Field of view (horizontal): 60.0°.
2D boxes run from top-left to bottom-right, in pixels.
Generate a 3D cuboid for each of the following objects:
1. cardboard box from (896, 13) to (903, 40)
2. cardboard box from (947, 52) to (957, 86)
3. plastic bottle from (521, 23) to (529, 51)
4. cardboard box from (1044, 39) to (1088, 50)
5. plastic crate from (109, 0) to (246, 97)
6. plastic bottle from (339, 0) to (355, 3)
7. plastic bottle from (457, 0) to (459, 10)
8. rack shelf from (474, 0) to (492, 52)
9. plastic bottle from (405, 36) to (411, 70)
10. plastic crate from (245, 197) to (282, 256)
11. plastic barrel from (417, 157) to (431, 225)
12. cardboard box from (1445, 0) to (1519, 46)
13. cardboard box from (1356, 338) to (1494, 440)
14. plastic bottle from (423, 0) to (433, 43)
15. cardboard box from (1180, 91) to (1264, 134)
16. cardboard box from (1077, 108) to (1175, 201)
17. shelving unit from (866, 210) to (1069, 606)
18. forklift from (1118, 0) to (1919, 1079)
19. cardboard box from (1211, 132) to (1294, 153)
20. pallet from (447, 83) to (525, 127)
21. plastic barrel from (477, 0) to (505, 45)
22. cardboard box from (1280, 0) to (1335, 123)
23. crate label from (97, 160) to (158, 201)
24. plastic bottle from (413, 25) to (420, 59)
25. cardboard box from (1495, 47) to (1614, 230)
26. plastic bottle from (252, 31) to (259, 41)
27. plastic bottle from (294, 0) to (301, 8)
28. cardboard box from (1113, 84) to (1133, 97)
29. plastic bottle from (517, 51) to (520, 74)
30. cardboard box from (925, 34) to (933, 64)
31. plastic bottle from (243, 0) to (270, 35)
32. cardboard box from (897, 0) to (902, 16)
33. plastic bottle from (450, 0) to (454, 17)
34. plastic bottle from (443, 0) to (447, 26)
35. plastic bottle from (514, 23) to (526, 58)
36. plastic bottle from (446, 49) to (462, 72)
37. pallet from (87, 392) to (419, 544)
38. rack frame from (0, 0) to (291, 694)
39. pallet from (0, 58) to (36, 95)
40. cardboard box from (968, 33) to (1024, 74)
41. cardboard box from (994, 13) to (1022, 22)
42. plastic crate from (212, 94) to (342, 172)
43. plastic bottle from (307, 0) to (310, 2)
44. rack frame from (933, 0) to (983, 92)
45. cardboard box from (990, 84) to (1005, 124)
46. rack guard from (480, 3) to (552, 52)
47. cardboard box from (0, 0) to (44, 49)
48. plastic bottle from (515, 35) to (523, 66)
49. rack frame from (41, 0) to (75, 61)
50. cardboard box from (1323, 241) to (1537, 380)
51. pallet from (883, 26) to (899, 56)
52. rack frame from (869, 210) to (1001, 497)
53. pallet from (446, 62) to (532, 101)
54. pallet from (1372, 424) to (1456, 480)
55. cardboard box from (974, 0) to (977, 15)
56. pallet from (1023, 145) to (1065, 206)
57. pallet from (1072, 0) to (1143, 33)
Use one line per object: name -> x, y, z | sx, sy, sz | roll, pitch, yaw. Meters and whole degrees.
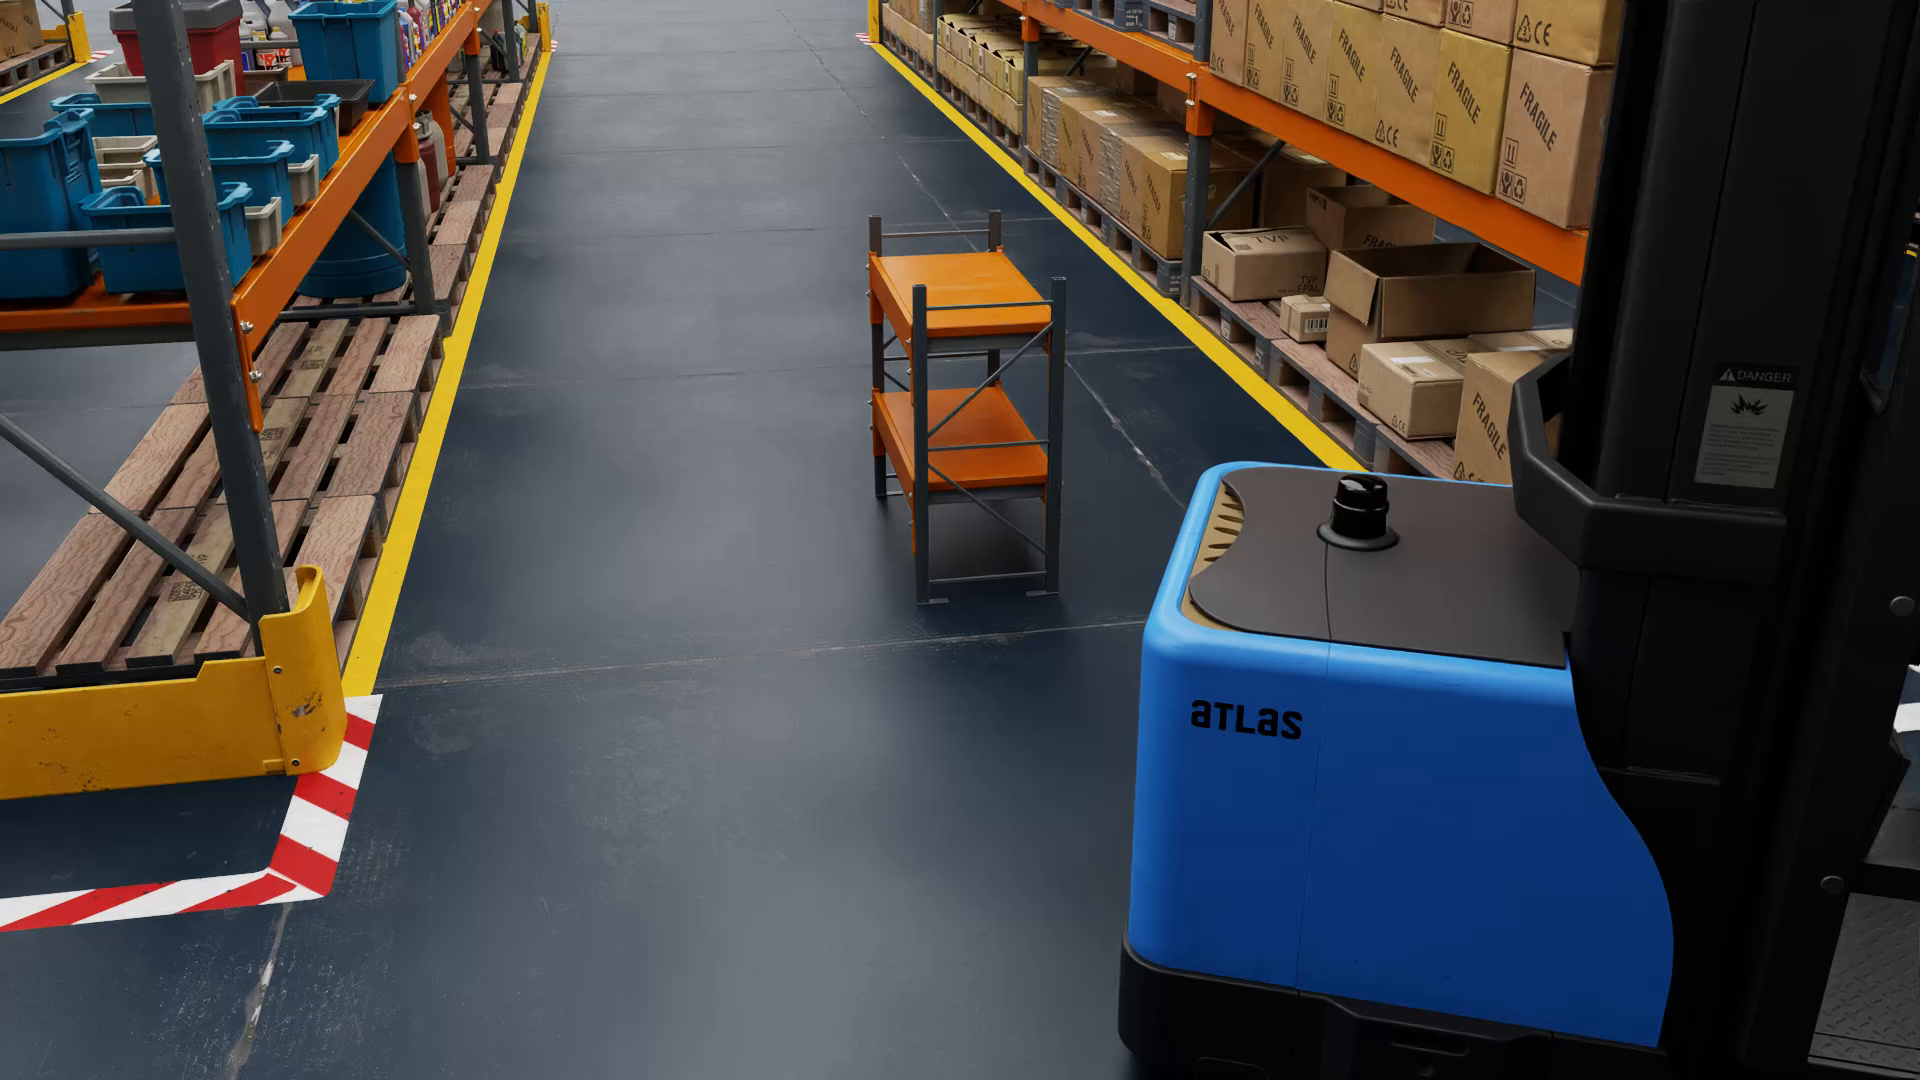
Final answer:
cardboard box -> -0.431, -5.718, 18.505 | 0.500, 0.250, 0.500 | -4, 24, -10
cardboard box -> 0.164, -4.387, 15.457 | 0.500, 0.250, 0.500 | -4, 24, -8
plastic bottle -> -4.558, -5.263, 17.397 | 0.061, 0.283, 0.133 | -4, 24, -8
cardboard box -> 0.974, -4.083, 14.061 | 0.500, 0.311, 0.500 | -5, 24, -11
plastic crate -> -3.231, -2.008, 6.945 | 0.402, 0.464, 0.583 | -4, 24, -10
plastic bottle -> -3.922, -3.443, 10.635 | 0.097, 0.201, 0.097 | 0, 24, 0
plastic bottle -> -3.392, -3.629, 11.059 | 0.097, 0.201, 0.097 | 0, 24, 0
rack shelf -> -4.259, -4.351, 13.364 | 1.077, 0.370, 4.000 | -4, 24, -10
plastic bottle -> -2.862, -2.502, 8.479 | 0.097, 0.201, 0.097 | 0, 24, 0
plastic crate -> -2.110, -0.908, 4.835 | 0.250, 0.136, 0.298 | -4, 24, -10
plastic barrel -> -3.381, -2.096, 9.884 | 0.421, 0.512, 0.421 | 0, 24, 0
cardboard box -> 2.012, -1.970, 5.638 | 0.500, 0.500, 0.500 | -4, 24, -8
cardboard box -> 1.970, -0.626, 6.820 | 0.500, 0.250, 0.500 | -4, 24, -10
plastic bottle -> -3.069, -2.975, 9.475 | 0.097, 0.271, 0.097 | 0, 24, 0
cardboard box -> 1.684, -2.687, 10.292 | 0.500, 0.250, 0.500 | -4, 24, -10
cardboard box -> 1.075, -2.507, 10.816 | 0.500, 0.500, 0.500 | -5, 24, -12
shelving unit -> 0.001, -0.513, 6.019 | 0.538, 1.125, 1.048 | -4, 24, -10
forklift -> 1.919, -0.225, 3.103 | 3.031, 2.935, 1.130 | 6, 24, 14
cardboard box -> 1.760, -2.159, 10.020 | 0.500, 0.500, 0.500 | -4, 24, -9
pallet -> -4.445, -3.884, 14.878 | 1.003, 0.211, 1.213 | -4, 24, -10
plastic barrel -> -5.079, -5.643, 18.006 | 0.421, 0.512, 0.421 | 0, 24, 0
cardboard box -> 1.734, -2.113, 7.215 | 0.500, 0.500, 0.500 | -4, 24, -10
crate label -> -2.853, -1.184, 5.468 | 0.396, 0.136, 0.243 | -4, 24, -10
plastic bottle -> -2.941, -2.670, 8.863 | 0.097, 0.201, 0.097 | 0, 24, 0
cardboard box -> 2.109, -1.314, 5.387 | 0.500, 0.500, 0.500 | -4, 24, -8
plastic bottle -> -3.553, -2.461, 8.386 | 0.097, 0.201, 0.097 | 0, 24, 0
plastic bottle -> -3.606, -2.804, 9.084 | 0.097, 0.271, 0.097 | 0, 24, 0
cardboard box -> 1.383, -2.965, 11.864 | 0.500, 0.500, 0.500 | -3, 24, -8
plastic bottle -> -4.257, -4.577, 15.840 | 0.097, 0.271, 0.097 | 0, 24, 0
cardboard box -> -0.061, -4.931, 16.704 | 0.500, 0.250, 0.500 | -4, 24, -10
plastic bottle -> -3.641, -2.635, 8.598 | 0.144, 0.351, 0.185 | -4, 24, -10
cardboard box -> -0.420, -6.062, 18.357 | 0.500, 0.500, 0.500 | -4, 24, -10
plastic bottle -> -3.313, -3.494, 10.662 | 0.097, 0.271, 0.097 | 0, 24, 0
plastic bottle -> -3.223, -3.270, 10.238 | 0.097, 0.201, 0.097 | 0, 24, 0
plastic bottle -> -4.484, -5.045, 16.813 | 0.144, 0.351, 0.185 | -4, 24, -10
plastic bottle -> -4.889, -4.698, 16.019 | 0.144, 0.351, 0.185 | -4, 24, -10
pallet -> -2.746, -0.276, 6.617 | 1.003, 0.211, 1.213 | -4, 24, -10
rack frame -> -2.410, -0.747, 4.214 | 1.000, 3.000, 0.127 | -4, 24, -10
pallet -> -9.884, -4.565, 16.439 | 1.003, 0.211, 1.213 | -4, 24, -10
cardboard box -> 0.357, -4.236, 14.412 | 0.500, 0.311, 0.500 | -4, 24, -8
cardboard box -> 0.597, -4.884, 15.895 | 0.500, 0.311, 0.500 | -4, 24, -10
plastic crate -> -2.431, -1.456, 5.969 | 0.416, 0.233, 0.300 | -4, 24, -10
plastic bottle -> -3.870, -3.098, 9.750 | 0.152, 0.276, 0.135 | -4, 24, -10
rack frame -> 0.240, -5.833, 15.857 | 1.000, 3.000, 0.127 | -4, 24, -10
cardboard box -> 0.544, -3.583, 13.617 | 0.500, 0.250, 0.500 | -5, 24, -10
rack guard -> -5.308, -5.869, 19.063 | 1.175, 0.500, 0.348 | -4, 24, -10
cardboard box -> -10.137, -5.474, 17.635 | 0.500, 0.500, 0.500 | 0, 24, 0
plastic bottle -> -4.370, -4.803, 16.260 | 0.144, 0.351, 0.185 | -4, 24, -8
rack frame -> -10.236, -6.674, 17.784 | 1.000, 3.000, 0.127 | -4, 24, -10
cardboard box -> 2.072, -1.005, 7.372 | 0.797, 0.503, 0.637 | -4, 24, -10
pallet -> -0.317, -5.830, 19.336 | 1.003, 0.211, 1.213 | -4, 24, -10
rack frame -> -0.093, -0.713, 6.477 | 0.500, 1.125, 0.032 | -4, 24, -10
pallet -> -4.712, -4.457, 16.191 | 1.003, 0.211, 1.213 | -4, 24, -10
pallet -> 2.296, -0.178, 6.394 | 1.003, 0.211, 1.213 | -4, 24, -10
cardboard box -> 0.362, -5.510, 17.093 | 0.500, 0.500, 0.500 | -4, 24, -10
pallet -> 1.080, -2.685, 12.134 | 1.003, 0.211, 1.213 | -4, 24, -10
pallet -> 1.344, -3.407, 10.542 | 1.003, 0.211, 1.213 | -4, 24, -10
